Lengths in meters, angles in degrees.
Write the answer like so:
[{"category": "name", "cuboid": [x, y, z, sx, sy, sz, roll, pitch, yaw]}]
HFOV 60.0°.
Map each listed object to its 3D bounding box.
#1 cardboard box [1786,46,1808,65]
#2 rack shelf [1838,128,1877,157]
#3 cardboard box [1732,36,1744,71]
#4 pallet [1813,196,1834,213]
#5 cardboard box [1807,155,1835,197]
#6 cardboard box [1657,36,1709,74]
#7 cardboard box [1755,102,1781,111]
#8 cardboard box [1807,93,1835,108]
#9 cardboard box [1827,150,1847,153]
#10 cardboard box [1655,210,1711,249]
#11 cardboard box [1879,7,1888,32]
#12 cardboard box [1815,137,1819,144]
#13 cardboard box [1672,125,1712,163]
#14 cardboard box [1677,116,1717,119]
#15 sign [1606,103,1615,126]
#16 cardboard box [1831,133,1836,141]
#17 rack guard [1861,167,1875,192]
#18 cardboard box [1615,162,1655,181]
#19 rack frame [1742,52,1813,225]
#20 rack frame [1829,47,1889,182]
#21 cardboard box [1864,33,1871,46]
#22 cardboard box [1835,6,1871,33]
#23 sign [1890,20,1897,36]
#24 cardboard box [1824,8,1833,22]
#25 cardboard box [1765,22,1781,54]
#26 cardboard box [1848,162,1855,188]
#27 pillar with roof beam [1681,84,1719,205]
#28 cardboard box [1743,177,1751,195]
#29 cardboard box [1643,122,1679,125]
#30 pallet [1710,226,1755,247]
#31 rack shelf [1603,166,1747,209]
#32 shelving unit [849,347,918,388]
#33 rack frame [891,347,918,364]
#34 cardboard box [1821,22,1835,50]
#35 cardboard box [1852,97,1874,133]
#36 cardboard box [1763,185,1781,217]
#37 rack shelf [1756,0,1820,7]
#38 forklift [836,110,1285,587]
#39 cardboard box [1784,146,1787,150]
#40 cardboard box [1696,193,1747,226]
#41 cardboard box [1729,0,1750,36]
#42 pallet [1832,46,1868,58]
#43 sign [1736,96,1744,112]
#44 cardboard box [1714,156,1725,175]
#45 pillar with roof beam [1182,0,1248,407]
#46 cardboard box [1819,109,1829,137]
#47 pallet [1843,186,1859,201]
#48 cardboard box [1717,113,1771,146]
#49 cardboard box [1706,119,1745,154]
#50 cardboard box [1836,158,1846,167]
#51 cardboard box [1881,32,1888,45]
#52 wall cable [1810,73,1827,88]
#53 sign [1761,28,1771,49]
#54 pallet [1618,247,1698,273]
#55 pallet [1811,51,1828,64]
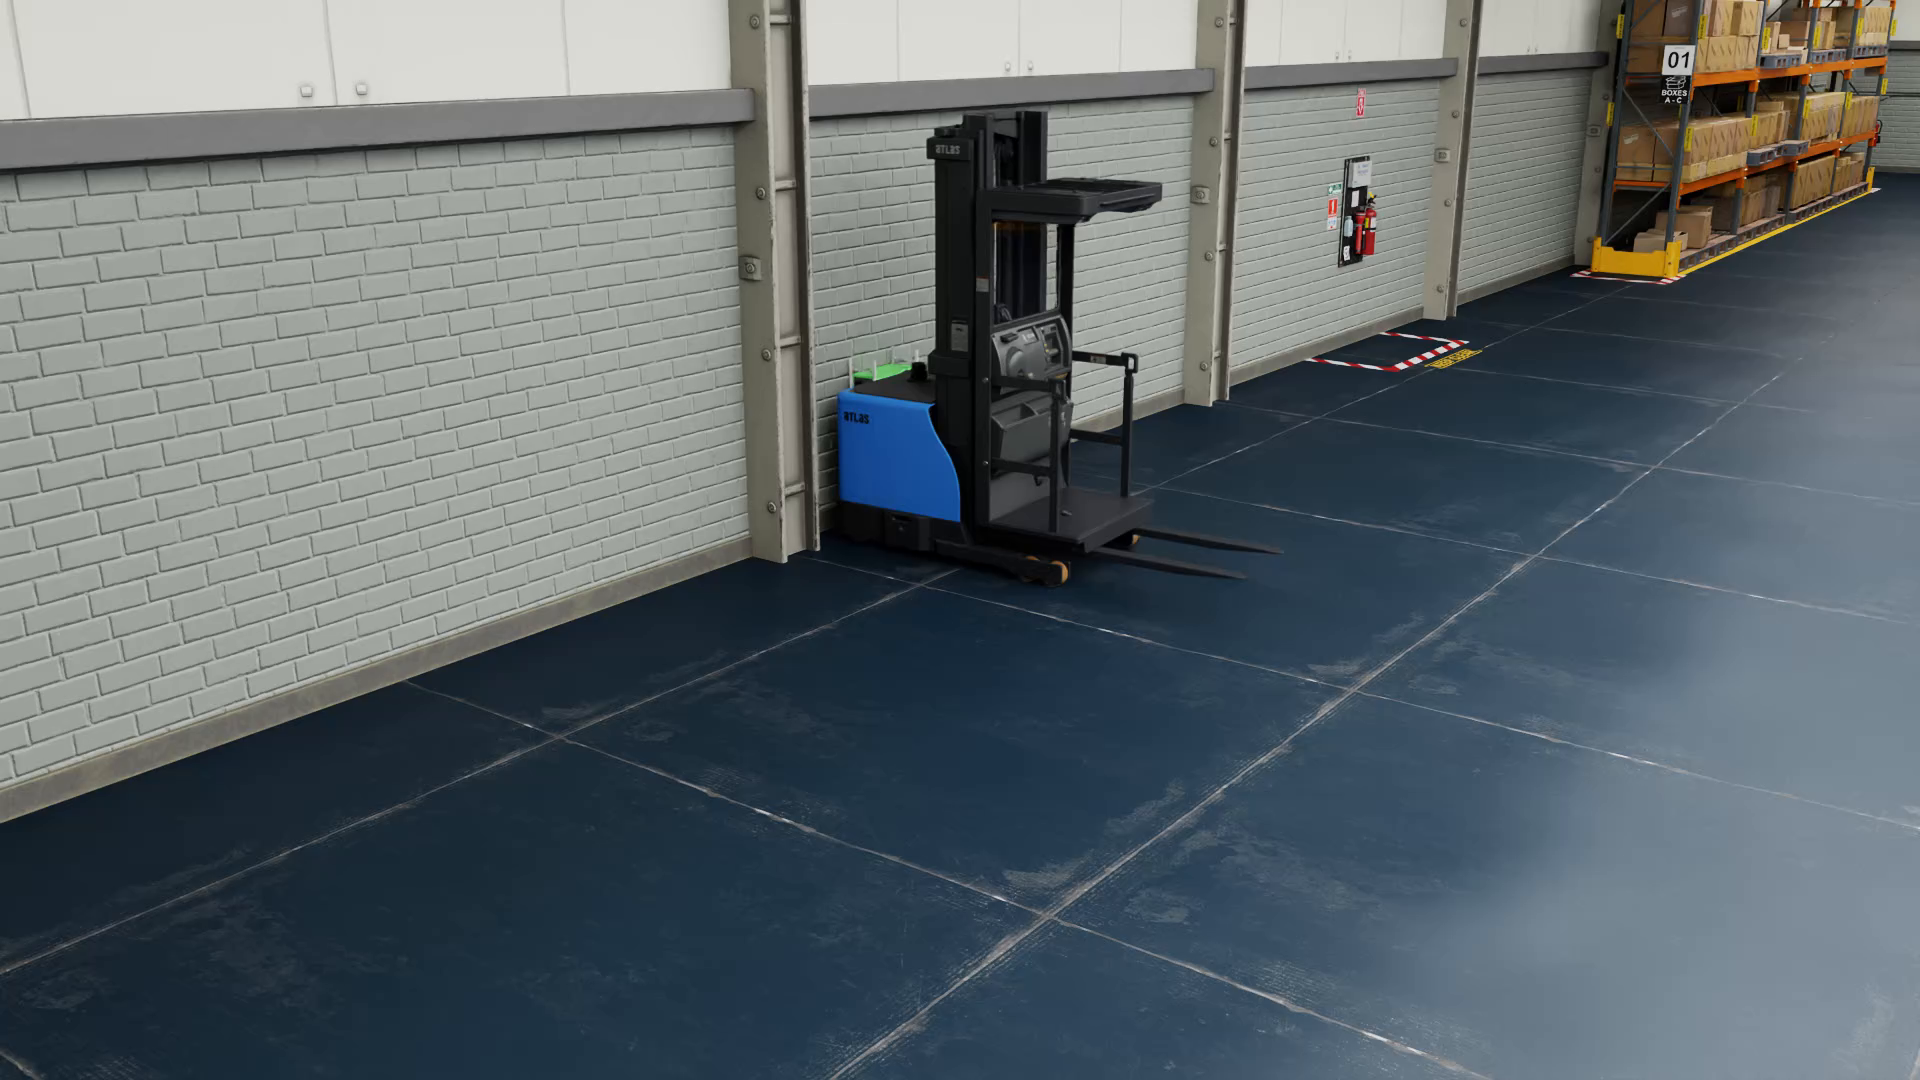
[{"category": "cardboard box", "cuboid": [14.351, -8.401, 28.799, 0.500, 0.311, 0.500, 12, 21, 35]}, {"category": "rack shelf", "cuboid": [18.138, -8.307, 34.648, 1.077, 0.370, 4.000, 12, 21, 35]}, {"category": "cardboard box", "cuboid": [11.466, -7.337, 25.053, 0.500, 0.500, 0.500, 11, 21, 33]}, {"category": "pallet", "cuboid": [16.547, -6.645, 32.786, 1.003, 0.211, 1.213, 12, 21, 35]}, {"category": "cardboard box", "cuboid": [16.664, -7.170, 32.691, 0.750, 0.750, 0.750, 13, 21, 35]}, {"category": "cardboard box", "cuboid": [10.197, -6.841, 23.455, 0.500, 0.500, 0.500, 13, 22, 36]}, {"category": "cardboard box", "cuboid": [14.202, -7.622, 29.226, 0.380, 0.149, 0.250, 9, 19, 26]}, {"category": "cardboard box", "cuboid": [16.258, -8.333, 31.552, 0.500, 0.250, 0.500, 13, 21, 36]}, {"category": "cardboard box", "cuboid": [18.907, -8.324, 35.903, 0.380, 0.149, 0.250, 13, 21, 35]}, {"category": "cardboard box", "cuboid": [11.098, -4.783, 25.560, 0.700, 0.500, 0.500, 11, 20, 31]}, {"category": "cardboard box", "cuboid": [18.806, -10.754, 34.370, 0.500, 0.500, 0.500, 13, 22, 36]}, {"category": "cardboard box", "cuboid": [16.013, -7.577, 31.474, 0.380, 0.149, 0.250, 13, 22, 36]}, {"category": "cardboard box", "cuboid": [10.625, -5.788, 24.280, 0.500, 0.500, 0.500, 12, 21, 35]}, {"category": "cardboard box", "cuboid": [11.732, -6.489, 26.538, 0.500, 0.500, 0.500, 12, 21, 33]}, {"category": "sign", "cuboid": [9.363, -6.122, 23.916, 0.100, 0.325, 0.005, 12, 21, 35]}, {"category": "cardboard box", "cuboid": [16.841, -7.868, 32.414, 0.380, 0.149, 0.250, 13, 21, 36]}, {"category": "rack guard", "cuboid": [19.344, -7.938, 36.464, 1.175, 0.500, 0.348, 12, 21, 35]}, {"category": "cardboard box", "cuboid": [9.920, -5.399, 24.291, 0.500, 0.250, 0.500, 13, 21, 35]}, {"category": "rack frame", "cuboid": [14.563, -7.221, 29.939, 1.000, 3.000, 0.127, 12, 21, 35]}, {"category": "rack frame", "cuboid": [19.330, -9.126, 36.075, 1.000, 3.000, 0.127, 12, 21, 35]}, {"category": "cardboard box", "cuboid": [17.885, -10.020, 33.270, 0.500, 0.250, 0.500, 12, 21, 34]}, {"category": "cardboard box", "cuboid": [17.597, -10.261, 32.783, 0.500, 0.500, 0.500, 12, 21, 34]}, {"category": "sign", "cuboid": [19.758, -10.845, 35.191, 0.100, 0.325, 0.005, 12, 21, 35]}, {"category": "cardboard box", "cuboid": [16.317, -10.036, 31.771, 0.500, 0.250, 0.500, 14, 22, 39]}, {"category": "cardboard box", "cuboid": [13.305, -8.359, 27.669, 0.500, 0.500, 0.500, 12, 21, 33]}, {"category": "cardboard box", "cuboid": [18.396, -7.710, 35.020, 0.700, 0.500, 0.500, 12, 21, 33]}, {"category": "pillar with roof beam", "cuboid": [16.551, -9.169, 26.095, 9.100, 9.000, 0.400, 12, 21, 35]}, {"category": "cardboard box", "cuboid": [13.172, -6.051, 28.380, 0.500, 0.250, 0.500, 12, 21, 33]}, {"category": "cardboard box", "cuboid": [10.519, -6.004, 24.973, 0.500, 0.500, 0.500, 12, 21, 33]}, {"category": "pallet", "cuboid": [12.643, -5.122, 27.883, 1.003, 0.211, 1.213, 12, 21, 35]}, {"category": "rack shelf", "cuboid": [10.988, -5.448, 25.444, 1.077, 0.370, 4.000, 12, 21, 35]}, {"category": "shelving unit", "cuboid": [-0.537, -0.770, 12.167, 0.258, 1.200, 0.503, 11, 21, 35]}, {"category": "rack frame", "cuboid": [-0.394, -0.831, 12.355, 0.240, 1.200, 0.015, 11, 21, 35]}, {"category": "cardboard box", "cuboid": [16.054, -9.530, 31.406, 0.700, 0.500, 0.500, 12, 21, 34]}, {"category": "cardboard box", "cuboid": [18.610, -8.971, 35.069, 0.980, 0.700, 0.700, 12, 21, 34]}, {"category": "cardboard box", "cuboid": [14.176, -6.057, 29.663, 0.700, 0.500, 0.500, 13, 21, 35]}, {"category": "rack shelf", "cuboid": [13.372, -9.075, 27.681, 1.077, 0.370, 4.000, 12, 21, 35]}, {"category": "forklift", "cuboid": [0.651, -1.276, 10.909, 3.031, 2.935, 1.130, 11, 20, 31]}, {"category": "cardboard box", "cuboid": [14.946, -7.148, 30.094, 0.380, 0.149, 0.250, 12, 21, 34]}, {"category": "cardboard box", "cuboid": [12.873, -5.595, 28.175, 0.700, 0.500, 0.500, 12, 21, 34]}, {"category": "cardboard box", "cuboid": [11.478, -7.810, 24.889, 0.500, 0.500, 0.500, 12, 21, 33]}, {"category": "pallet", "cuboid": [17.443, -9.757, 33.197, 1.003, 0.211, 1.213, 12, 21, 35]}, {"category": "sign", "cuboid": [14.116, -7.871, 30.081, 0.100, 0.325, 0.005, 12, 21, 35]}, {"category": "cardboard box", "cuboid": [11.252, -5.680, 25.196, 0.500, 0.250, 0.500, 13, 21, 35]}, {"category": "pillar with roof beam", "cuboid": [5.826, -4.881, 12.289, 9.100, 9.000, 0.400, 12, 21, 35]}, {"category": "cardboard box", "cuboid": [15.978, -7.857, 31.284, 0.500, 0.500, 0.500, 13, 22, 36]}, {"category": "pallet", "cuboid": [18.189, -7.301, 34.899, 1.003, 0.211, 1.213, 12, 21, 35]}, {"category": "cardboard box", "cuboid": [13.217, -6.936, 28.109, 0.700, 0.500, 0.500, 16, 24, 42]}, {"category": "cardboard box", "cuboid": [11.854, -6.277, 25.855, 0.500, 0.500, 0.500, 12, 21, 34]}, {"category": "cardboard box", "cuboid": [17.825, -7.700, 33.893, 0.380, 0.149, 0.250, 13, 22, 37]}, {"category": "cardboard box", "cuboid": [19.107, -10.514, 34.862, 0.500, 0.250, 0.500, 13, 22, 36]}, {"category": "wall cable", "cuboid": [19.333, -10.084, 37.445, 0.084, 1.984, 1.851, 12, 21, 35]}, {"category": "sign", "cuboid": [12.620, -7.854, 26.047, 0.100, 0.325, 0.005, 12, 21, 35]}, {"category": "pallet", "cuboid": [10.354, -4.189, 24.878, 1.003, 0.211, 1.213, 12, 21, 35]}, {"category": "pallet", "cuboid": [14.904, -8.726, 30.046, 1.213, 0.211, 1.003, 14, 22, 37]}]
